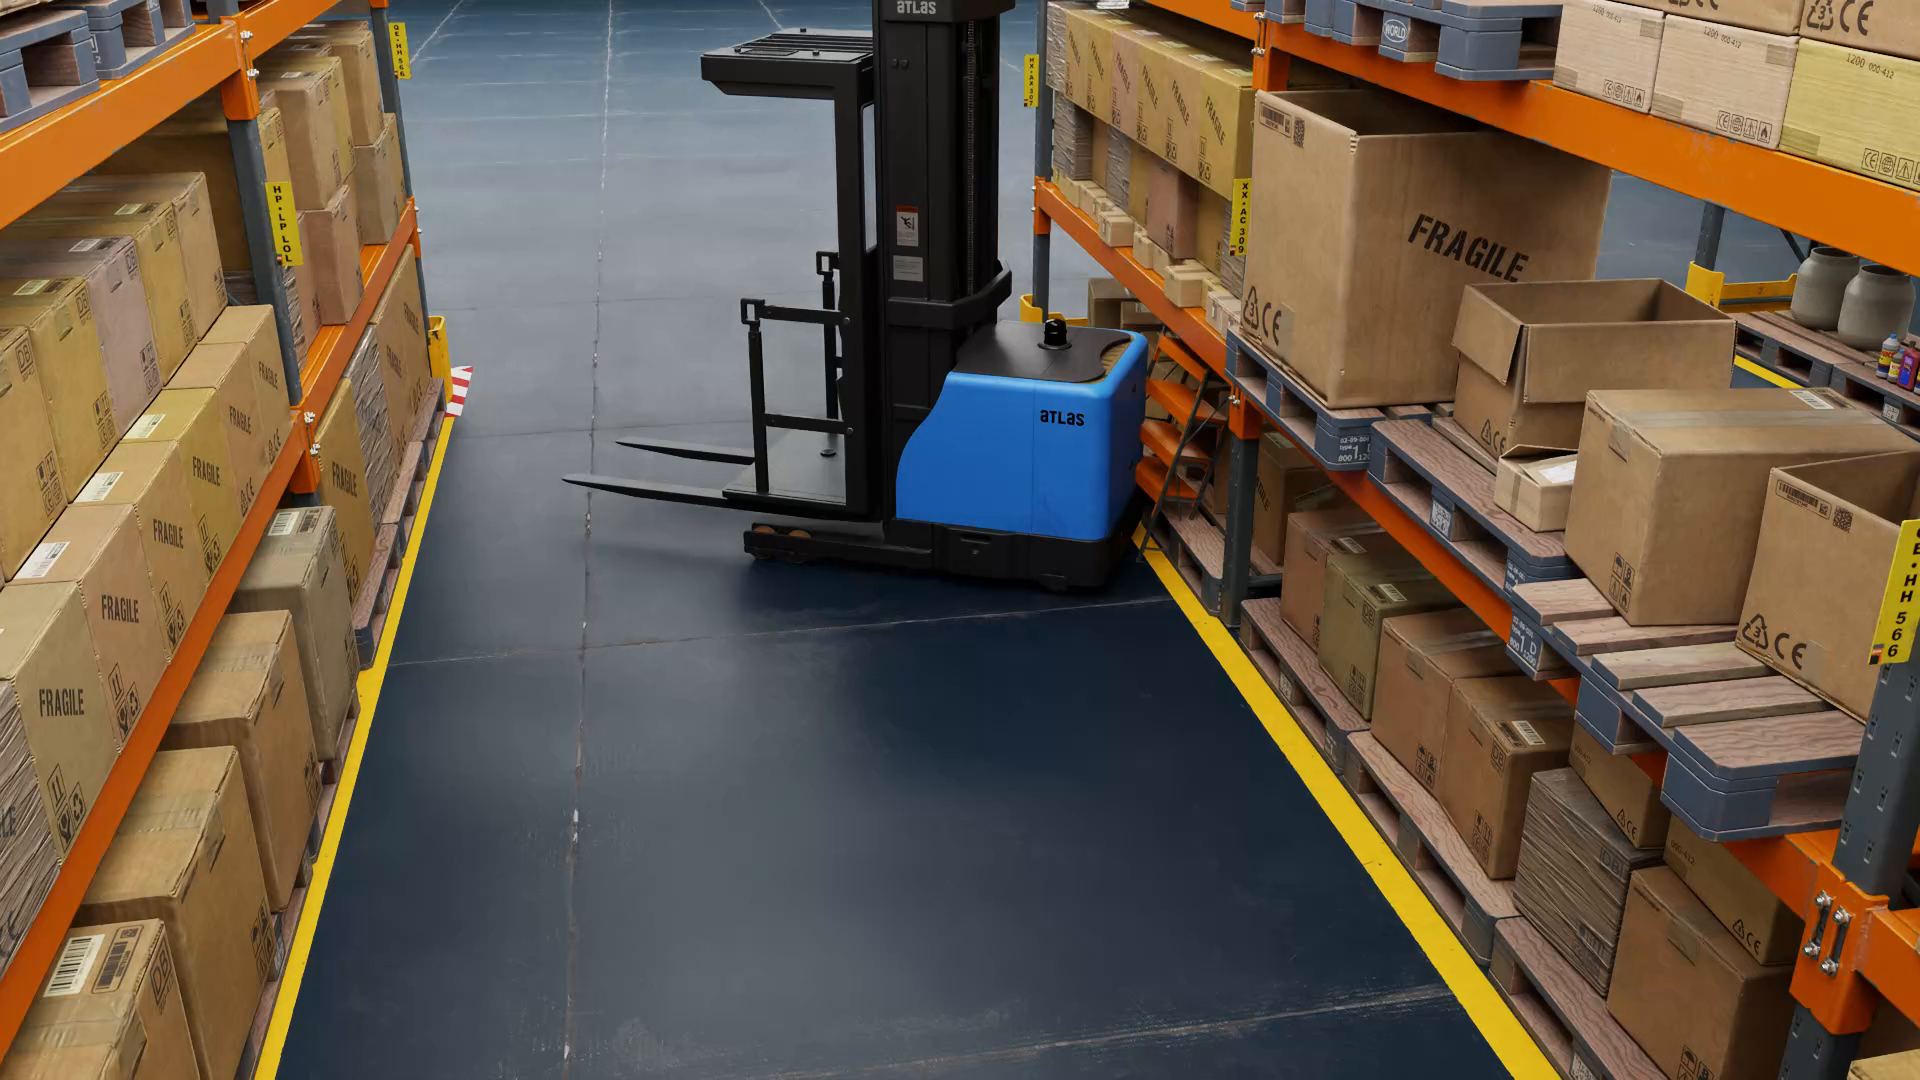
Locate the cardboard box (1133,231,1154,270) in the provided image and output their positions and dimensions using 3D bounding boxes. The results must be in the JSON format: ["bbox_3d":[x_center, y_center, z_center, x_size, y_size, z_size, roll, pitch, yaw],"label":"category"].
[{"bbox_3d":[1.141,-1.554,8.874,0.380,0.149,0.250,-4,24,-10],"label":"cardboard box"}]

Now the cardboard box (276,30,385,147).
[{"bbox_3d":[-3.677,-2.467,9.113,0.875,0.550,0.550,-4,24,-10],"label":"cardboard box"}]

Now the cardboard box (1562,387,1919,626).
[{"bbox_3d":[2.132,-0.102,4.586,0.700,0.500,0.500,-1,24,-2],"label":"cardboard box"}]

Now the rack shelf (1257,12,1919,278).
[{"bbox_3d":[2.103,-1.274,5.069,1.077,0.370,4.000,-4,24,-10],"label":"rack shelf"}]

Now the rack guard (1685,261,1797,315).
[{"bbox_3d":[5.921,-1.783,12.208,1.175,0.500,0.348,-4,24,-10],"label":"rack guard"}]

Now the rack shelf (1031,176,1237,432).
[{"bbox_3d":[1.363,-1.472,9.272,1.077,0.370,4.000,-4,24,-10],"label":"rack shelf"}]

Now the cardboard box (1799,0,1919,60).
[{"bbox_3d":[2.138,-1.261,3.391,0.500,0.500,0.500,-4,24,-8],"label":"cardboard box"}]

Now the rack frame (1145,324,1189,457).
[{"bbox_3d":[0.998,-0.633,8.685,0.240,1.200,0.015,6,26,-27],"label":"rack frame"}]

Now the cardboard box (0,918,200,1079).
[{"bbox_3d":[-2.445,1.478,3.905,1.050,0.750,0.750,-5,24,-10],"label":"cardboard box"}]

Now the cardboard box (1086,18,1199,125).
[{"bbox_3d":[1.006,-2.599,9.206,0.500,0.500,0.500,-4,24,-10],"label":"cardboard box"}]

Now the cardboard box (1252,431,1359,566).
[{"bbox_3d":[1.698,-0.222,8.110,0.500,0.500,0.500,-5,24,-11],"label":"cardboard box"}]

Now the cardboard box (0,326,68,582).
[{"bbox_3d":[-2.686,-0.196,4.078,0.700,0.500,0.500,-5,24,-11],"label":"cardboard box"}]

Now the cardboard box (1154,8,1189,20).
[{"bbox_3d":[1.436,-2.835,9.747,0.500,0.500,0.500,-4,24,-10],"label":"cardboard box"}]

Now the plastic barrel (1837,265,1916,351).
[{"bbox_3d":[6.150,-1.557,11.151,0.421,0.512,0.421,0,24,0],"label":"plastic barrel"}]

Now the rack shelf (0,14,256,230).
[{"bbox_3d":[-2.791,-0.946,4.320,1.077,0.370,4.000,-4,24,-10],"label":"rack shelf"}]

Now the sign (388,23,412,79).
[{"bbox_3d":[-3.364,-2.935,9.980,0.100,0.325,0.005,-4,24,-10],"label":"sign"}]

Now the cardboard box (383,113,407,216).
[{"bbox_3d":[-3.787,-2.187,9.823,0.875,0.550,0.550,-4,24,-10],"label":"cardboard box"}]

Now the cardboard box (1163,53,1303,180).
[{"bbox_3d":[1.285,-2.009,7.856,0.500,0.500,0.500,-4,24,-10],"label":"cardboard box"}]

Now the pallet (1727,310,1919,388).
[{"bbox_3d":[6.066,-1.331,11.534,1.003,0.211,1.213,-4,24,-10],"label":"pallet"}]

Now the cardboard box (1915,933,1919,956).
[{"bbox_3d":[2.295,0.724,3.221,0.500,0.500,0.500,-4,24,-8],"label":"cardboard box"}]

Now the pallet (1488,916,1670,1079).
[{"bbox_3d":[2.329,1.529,4.987,1.003,0.211,1.213,-4,24,-10],"label":"pallet"}]

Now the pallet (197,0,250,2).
[{"bbox_3d":[-3.301,-2.344,6.733,1.003,0.211,1.213,-4,24,-10],"label":"pallet"}]

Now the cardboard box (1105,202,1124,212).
[{"bbox_3d":[1.049,-1.853,9.558,0.380,0.149,0.250,-4,24,-10],"label":"cardboard box"}]

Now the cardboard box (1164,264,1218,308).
[{"bbox_3d":[1.224,-1.255,8.189,0.380,0.149,0.250,-4,24,-10],"label":"cardboard box"}]

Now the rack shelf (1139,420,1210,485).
[{"bbox_3d":[1.067,-0.459,8.514,0.258,0.148,0.480,6,26,-27],"label":"rack shelf"}]

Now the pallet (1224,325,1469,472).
[{"bbox_3d":[1.731,-0.616,6.652,1.003,0.211,1.213,-4,24,-10],"label":"pallet"}]

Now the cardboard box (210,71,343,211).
[{"bbox_3d":[-3.376,-1.829,7.655,0.875,0.550,0.550,-4,24,-10],"label":"cardboard box"}]

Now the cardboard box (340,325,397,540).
[{"bbox_3d":[-3.378,-0.514,8.308,0.875,0.875,0.875,-4,24,-9],"label":"cardboard box"}]

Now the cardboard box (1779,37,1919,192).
[{"bbox_3d":[2.143,-0.917,3.541,0.500,0.250,0.500,-4,24,-10],"label":"cardboard box"}]

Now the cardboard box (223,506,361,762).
[{"bbox_3d":[-2.957,0.388,6.400,1.050,0.750,0.750,-4,24,-10],"label":"cardboard box"}]

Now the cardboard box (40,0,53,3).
[{"bbox_3d":[-2.620,-1.587,4.349,0.500,0.311,0.500,-5,24,-12],"label":"cardboard box"}]

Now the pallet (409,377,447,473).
[{"bbox_3d":[-3.675,-0.675,10.031,1.003,0.211,1.213,-4,24,-10],"label":"pallet"}]

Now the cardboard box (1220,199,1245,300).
[{"bbox_3d":[1.710,-1.379,7.663,0.875,0.500,0.500,-4,24,-10],"label":"cardboard box"}]

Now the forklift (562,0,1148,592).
[{"bbox_3d":[-0.600,-1.417,8.332,3.031,2.935,1.130,7,25,16],"label":"forklift"}]

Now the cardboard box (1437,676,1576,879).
[{"bbox_3d":[2.102,0.800,5.743,0.700,0.500,0.500,-2,24,-5],"label":"cardboard box"}]

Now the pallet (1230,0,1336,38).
[{"bbox_3d":[1.742,-2.053,6.190,1.213,0.211,1.003,-4,24,-10],"label":"pallet"}]

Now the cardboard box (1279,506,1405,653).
[{"bbox_3d":[1.825,0.172,7.182,0.700,0.500,0.500,-6,24,-14],"label":"cardboard box"}]

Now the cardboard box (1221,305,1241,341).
[{"bbox_3d":[1.404,-0.963,7.521,0.380,0.149,0.250,-4,24,-10],"label":"cardboard box"}]

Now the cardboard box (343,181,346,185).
[{"bbox_3d":[-3.545,-1.538,8.336,0.875,0.550,0.500,-4,24,-10],"label":"cardboard box"}]

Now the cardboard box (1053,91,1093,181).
[{"bbox_3d":[1.068,-2.552,10.350,0.875,0.500,0.500,-4,24,-10],"label":"cardboard box"}]

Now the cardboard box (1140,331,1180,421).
[{"bbox_3d":[1.333,-0.908,9.681,0.500,0.500,0.500,-2,24,-5],"label":"cardboard box"}]

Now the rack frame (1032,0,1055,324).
[{"bbox_3d":[0.993,-2.589,10.929,1.000,3.000,0.127,-4,24,-10],"label":"rack frame"}]

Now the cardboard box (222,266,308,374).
[{"bbox_3d":[-3.240,-0.901,6.878,0.875,0.550,0.550,-4,24,-10],"label":"cardboard box"}]

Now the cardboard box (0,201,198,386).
[{"bbox_3d":[-2.966,-0.795,5.448,0.700,0.500,0.500,-5,24,-11],"label":"cardboard box"}]

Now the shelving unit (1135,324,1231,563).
[{"bbox_3d":[1.086,-0.518,8.488,0.258,1.200,0.503,6,26,-27],"label":"shelving unit"}]

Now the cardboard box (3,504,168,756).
[{"bbox_3d":[-2.428,0.245,4.317,0.500,0.500,0.500,-4,24,-10],"label":"cardboard box"}]

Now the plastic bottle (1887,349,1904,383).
[{"bbox_3d":[5.909,-1.097,10.462,0.097,0.201,0.097,0,24,0],"label":"plastic bottle"}]

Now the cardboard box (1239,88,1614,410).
[{"bbox_3d":[1.742,-1.160,6.383,1.000,1.000,1.000,-4,24,-9],"label":"cardboard box"}]

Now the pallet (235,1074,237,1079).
[{"bbox_3d":[-2.492,1.848,4.256,1.003,0.211,1.213,-4,24,-10],"label":"pallet"}]

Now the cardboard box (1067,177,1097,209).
[{"bbox_3d":[0.870,-2.145,10.226,0.380,0.149,0.250,-4,24,-10],"label":"cardboard box"}]

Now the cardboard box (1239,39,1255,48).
[{"bbox_3d":[1.713,-2.245,8.396,0.500,0.500,0.500,-4,24,-10],"label":"cardboard box"}]

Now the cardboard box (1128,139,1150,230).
[{"bbox_3d":[1.409,-1.967,9.010,0.875,0.500,0.500,-4,24,-10],"label":"cardboard box"}]

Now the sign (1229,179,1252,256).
[{"bbox_3d":[1.201,-1.369,7.055,0.100,0.325,0.005,-4,24,-10],"label":"sign"}]

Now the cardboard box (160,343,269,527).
[{"bbox_3d":[-2.708,-0.350,5.678,0.500,0.500,0.500,-5,24,-10],"label":"cardboard box"}]
